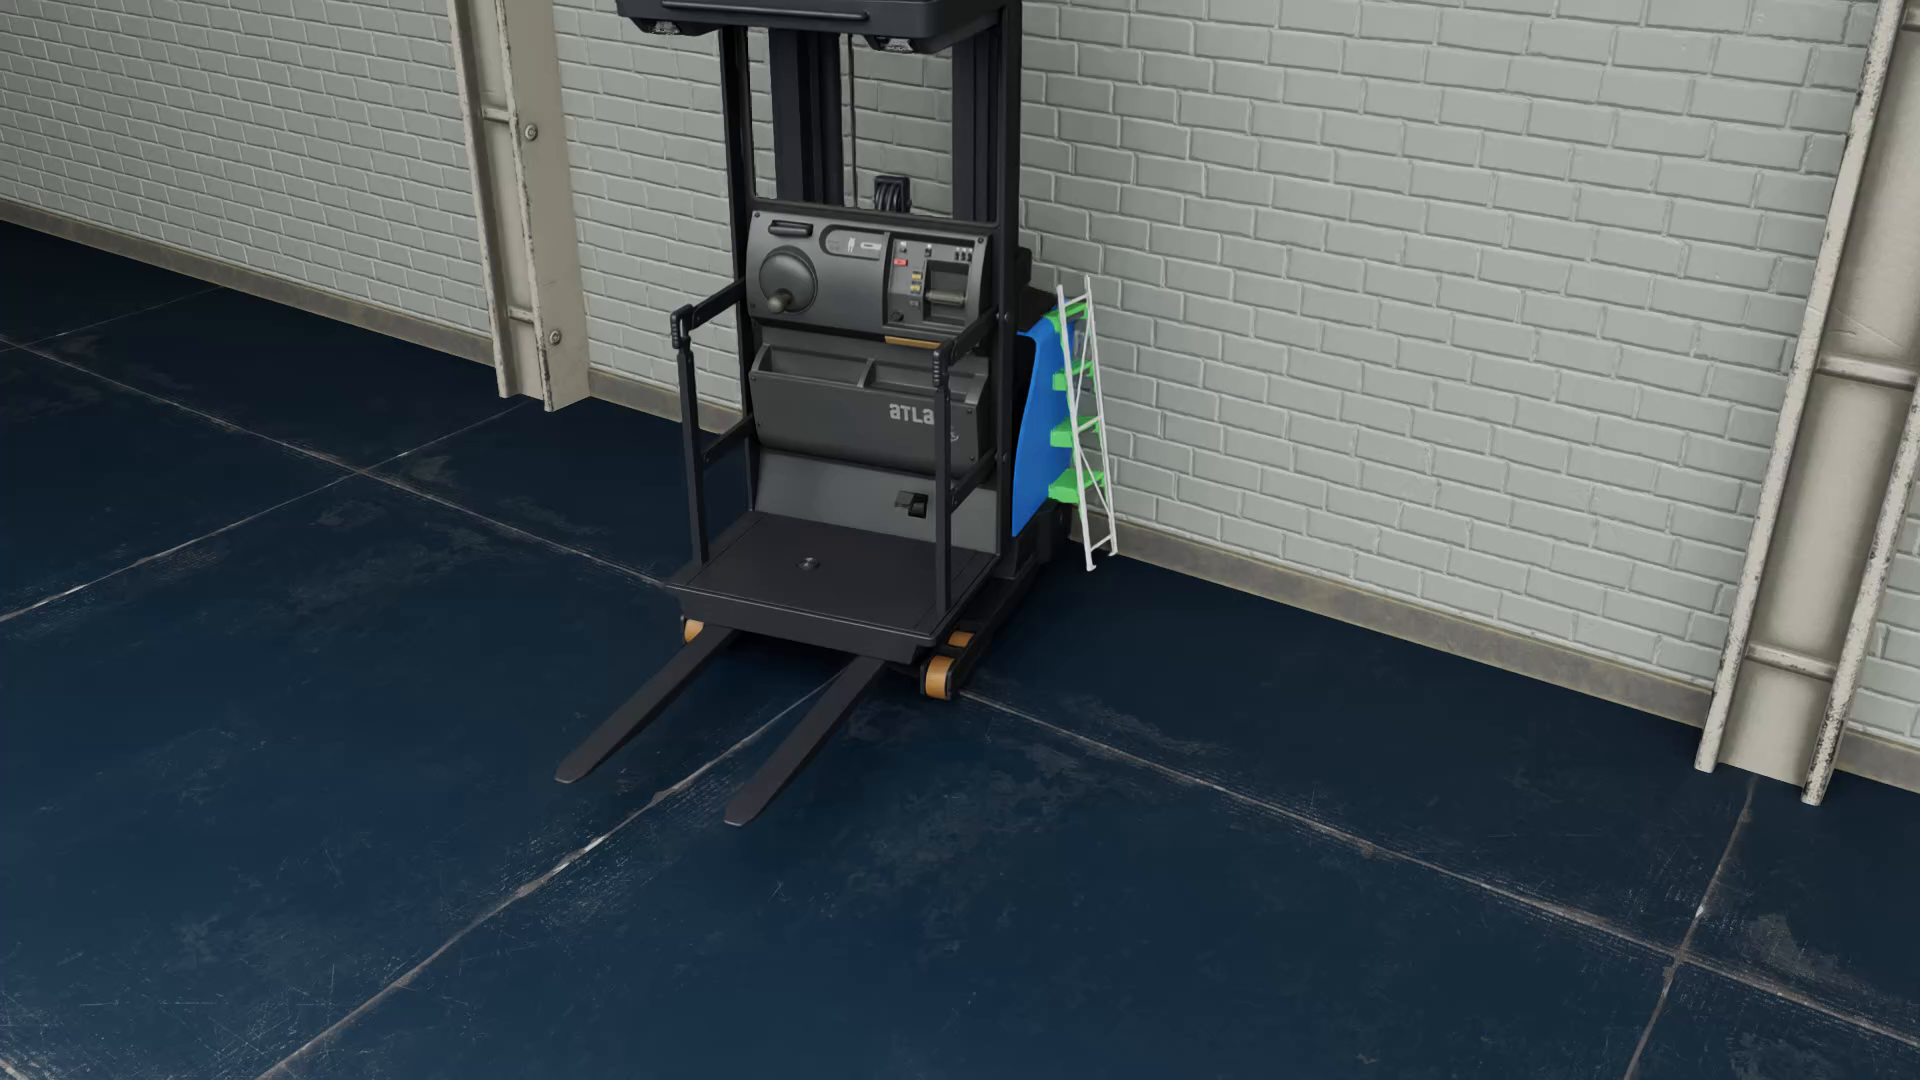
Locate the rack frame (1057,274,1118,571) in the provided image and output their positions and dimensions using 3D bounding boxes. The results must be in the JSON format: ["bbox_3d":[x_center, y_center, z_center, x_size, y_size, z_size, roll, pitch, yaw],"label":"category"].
[{"bbox_3d":[0.526,-0.474,6.821,0.015,1.200,0.240,5,22,34],"label":"rack frame"}]

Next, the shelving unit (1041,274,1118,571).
[{"bbox_3d":[0.325,-0.493,6.957,0.503,1.200,0.258,5,22,34],"label":"shelving unit"}]

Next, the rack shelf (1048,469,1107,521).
[{"bbox_3d":[0.363,-0.207,7.053,0.480,0.148,0.258,5,22,34],"label":"rack shelf"}]

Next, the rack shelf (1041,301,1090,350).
[{"bbox_3d":[0.273,-0.885,6.826,0.480,0.148,0.258,5,22,34],"label":"rack shelf"}]

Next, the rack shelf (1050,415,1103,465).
[{"bbox_3d":[0.333,-0.433,6.978,0.480,0.148,0.258,5,22,34],"label":"rack shelf"}]

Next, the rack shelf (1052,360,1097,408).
[{"bbox_3d":[0.303,-0.659,6.902,0.480,0.148,0.258,5,22,34],"label":"rack shelf"}]

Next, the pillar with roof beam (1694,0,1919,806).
[{"bbox_3d":[0.334,-1.625,0.522,0.400,9.000,9.100,17,32,30],"label":"pillar with roof beam"}]

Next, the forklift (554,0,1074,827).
[{"bbox_3d":[-0.422,-0.933,5.851,1.130,2.935,3.031,10,29,19],"label":"forklift"}]

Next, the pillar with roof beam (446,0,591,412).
[{"bbox_3d":[-4.612,-3.166,3.549,0.400,9.000,9.100,17,32,30],"label":"pillar with roof beam"}]
